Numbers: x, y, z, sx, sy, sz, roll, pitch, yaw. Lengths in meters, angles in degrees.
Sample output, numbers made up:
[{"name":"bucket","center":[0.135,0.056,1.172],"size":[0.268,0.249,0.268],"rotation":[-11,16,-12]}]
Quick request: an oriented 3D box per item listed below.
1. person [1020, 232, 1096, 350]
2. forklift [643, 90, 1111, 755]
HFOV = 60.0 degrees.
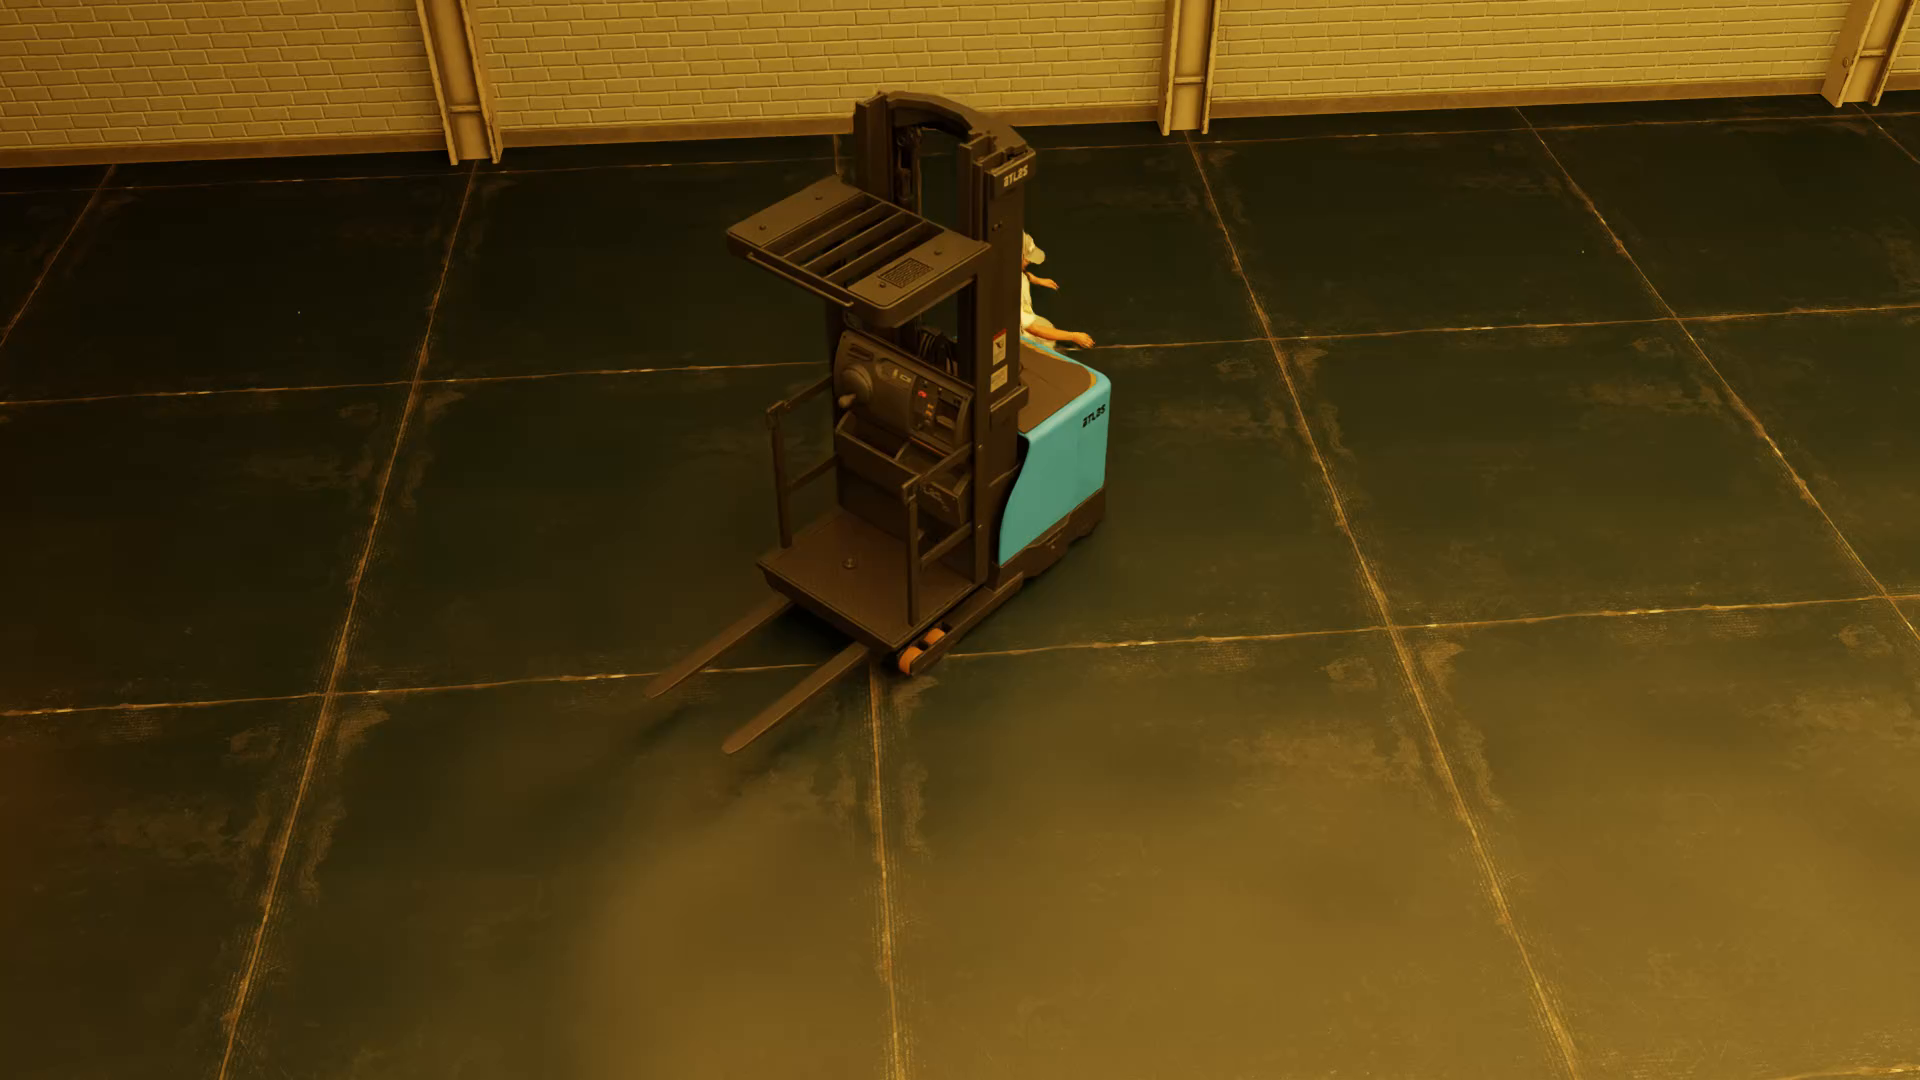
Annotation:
[{"name":"person","center":[0.474,-1.324,10.606],"size":[0.710,1.483,0.813],"rotation":[-3,41,-3]},{"name":"forklift","center":[-0.452,-0.724,8.785],"size":[1.130,2.935,3.031],"rotation":[29,49,30]}]
